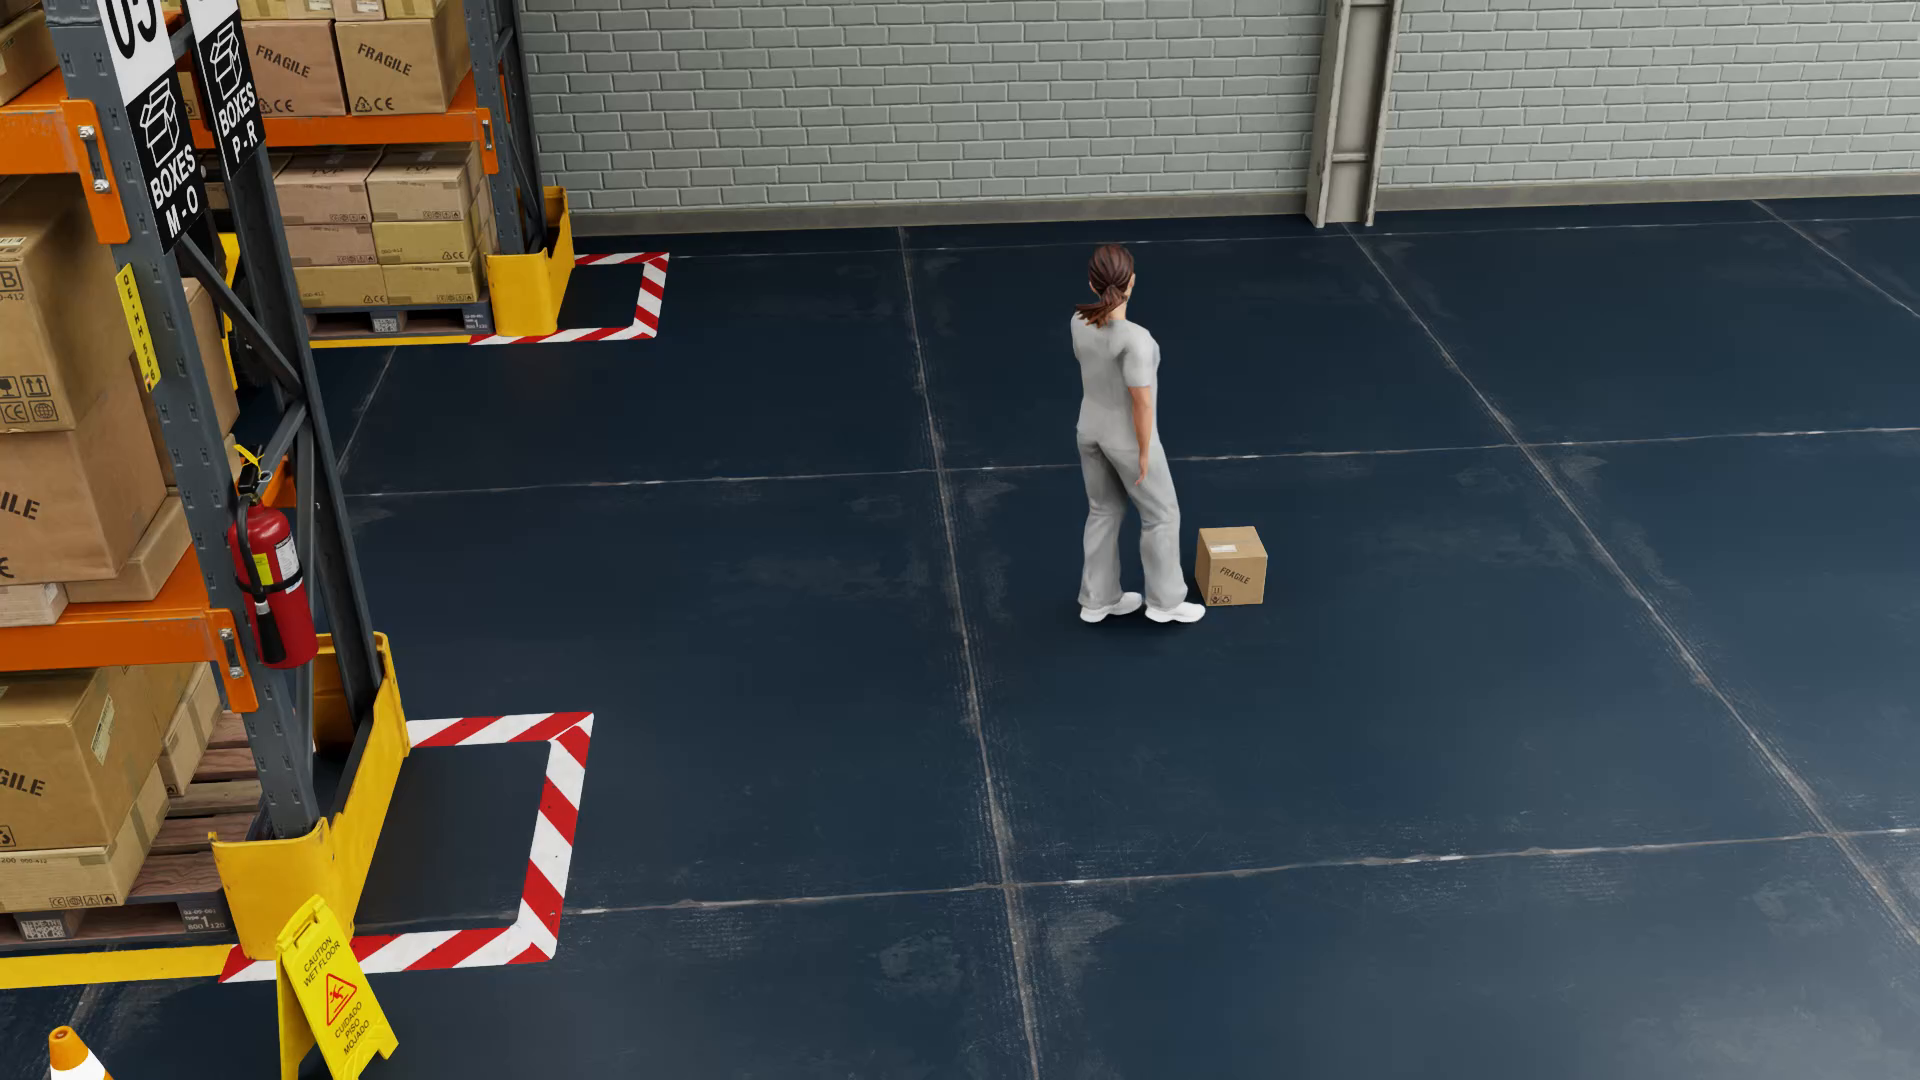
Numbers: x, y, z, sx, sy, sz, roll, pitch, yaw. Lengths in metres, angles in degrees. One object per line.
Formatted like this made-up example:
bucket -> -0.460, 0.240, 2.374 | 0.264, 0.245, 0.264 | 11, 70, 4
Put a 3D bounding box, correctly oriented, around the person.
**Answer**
person -> 0.709, -0.296, 6.869 | 0.544, 1.441, 0.522 | -24, 39, -34
